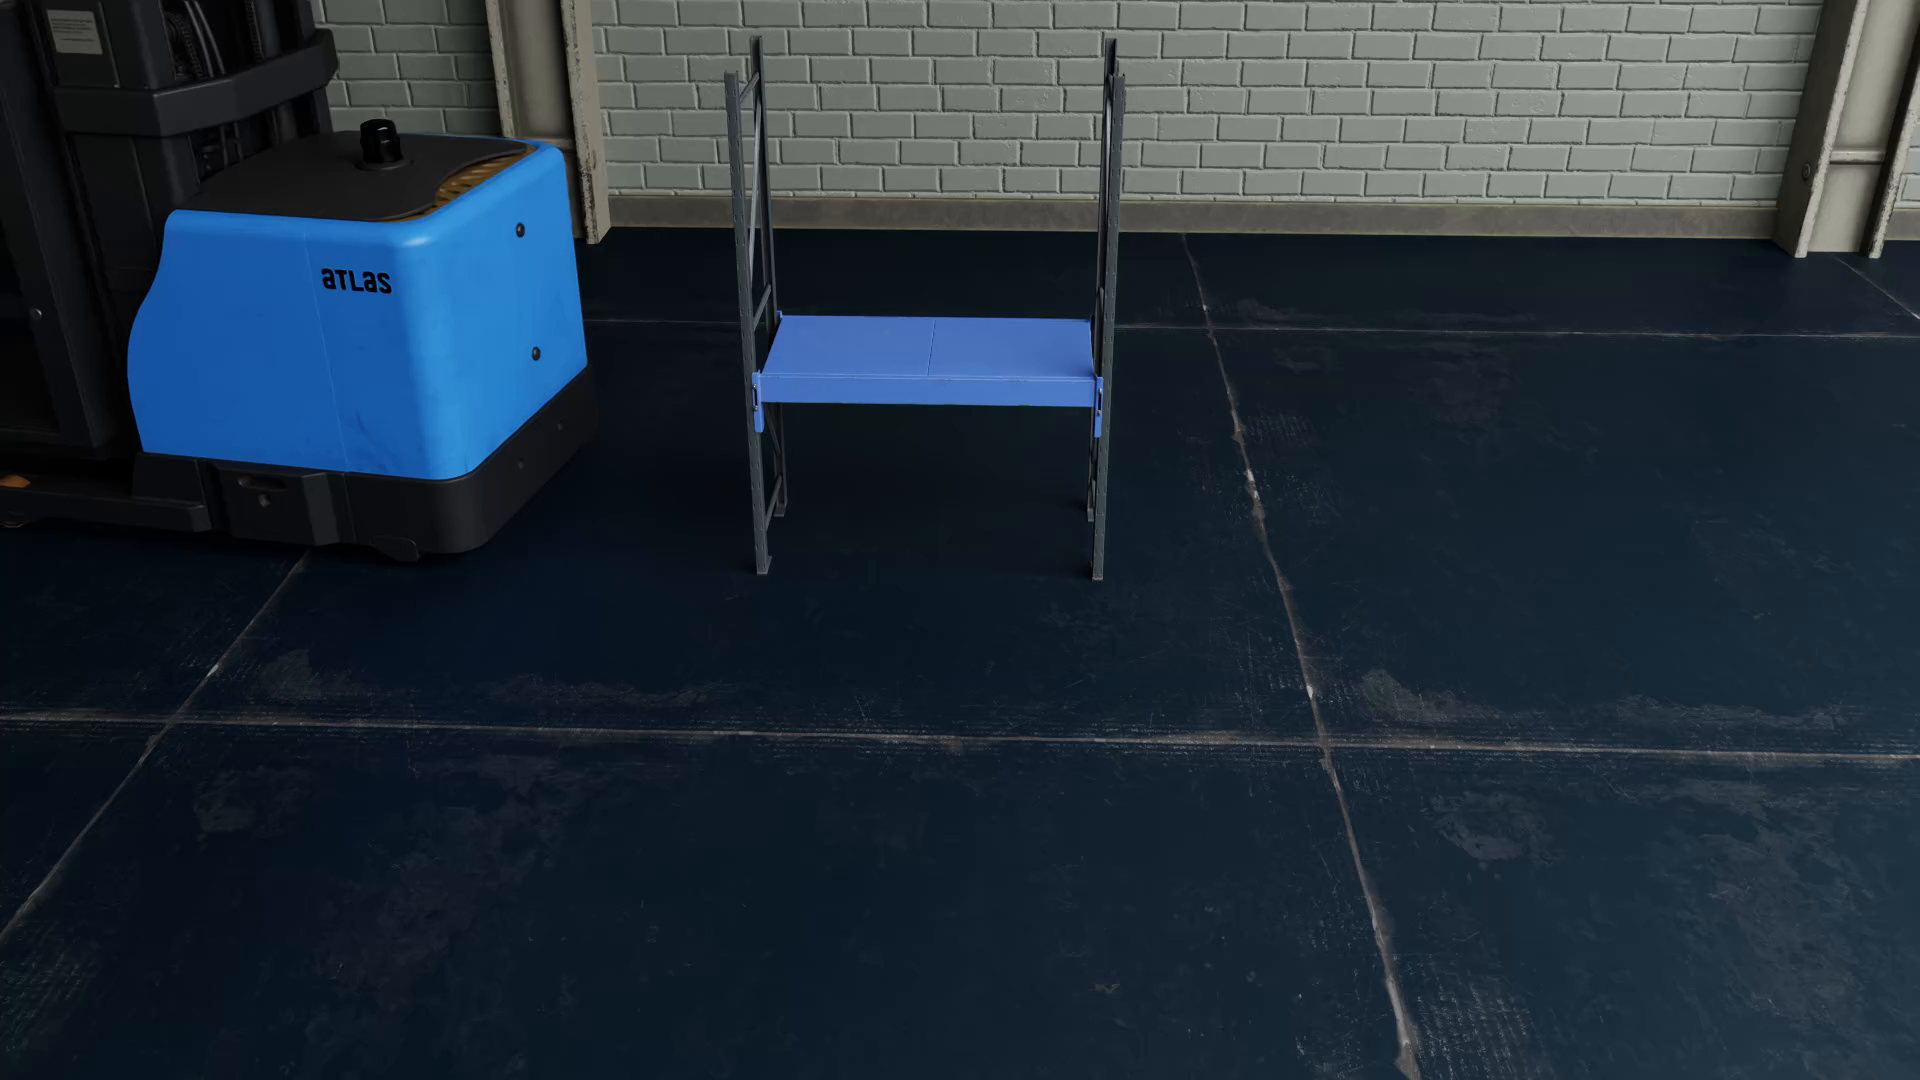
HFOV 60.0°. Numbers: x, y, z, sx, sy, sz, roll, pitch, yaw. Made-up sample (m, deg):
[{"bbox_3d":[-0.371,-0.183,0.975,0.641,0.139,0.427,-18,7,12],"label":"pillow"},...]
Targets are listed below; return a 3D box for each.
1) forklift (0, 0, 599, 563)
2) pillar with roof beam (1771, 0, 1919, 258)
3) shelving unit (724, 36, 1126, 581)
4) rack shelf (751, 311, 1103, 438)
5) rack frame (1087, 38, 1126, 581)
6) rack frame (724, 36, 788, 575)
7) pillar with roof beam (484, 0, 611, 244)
[{"bbox_3d":[-2.838,-1.567,5.077,3.031,2.935,1.130,6,28,11],"label":"forklift"},{"bbox_3d":[3.930,-3.345,1.952,0.400,9.000,9.100,1,28,2],"label":"pillar with roof beam"},{"bbox_3d":[-0.085,-0.664,4.901,1.048,1.500,0.538,1,28,2],"label":"shelving unit"},{"bbox_3d":[-0.085,-0.505,4.986,1.000,0.185,0.538,1,28,2],"label":"rack shelf"},{"bbox_3d":[0.423,-0.656,4.886,0.032,1.500,0.500,1,28,2],"label":"rack frame"},{"bbox_3d":[-0.593,-0.672,4.917,0.032,1.500,0.500,1,28,2],"label":"rack frame"},{"bbox_3d":[-2.067,-3.444,2.139,0.400,9.000,9.100,1,28,2],"label":"pillar with roof beam"}]
